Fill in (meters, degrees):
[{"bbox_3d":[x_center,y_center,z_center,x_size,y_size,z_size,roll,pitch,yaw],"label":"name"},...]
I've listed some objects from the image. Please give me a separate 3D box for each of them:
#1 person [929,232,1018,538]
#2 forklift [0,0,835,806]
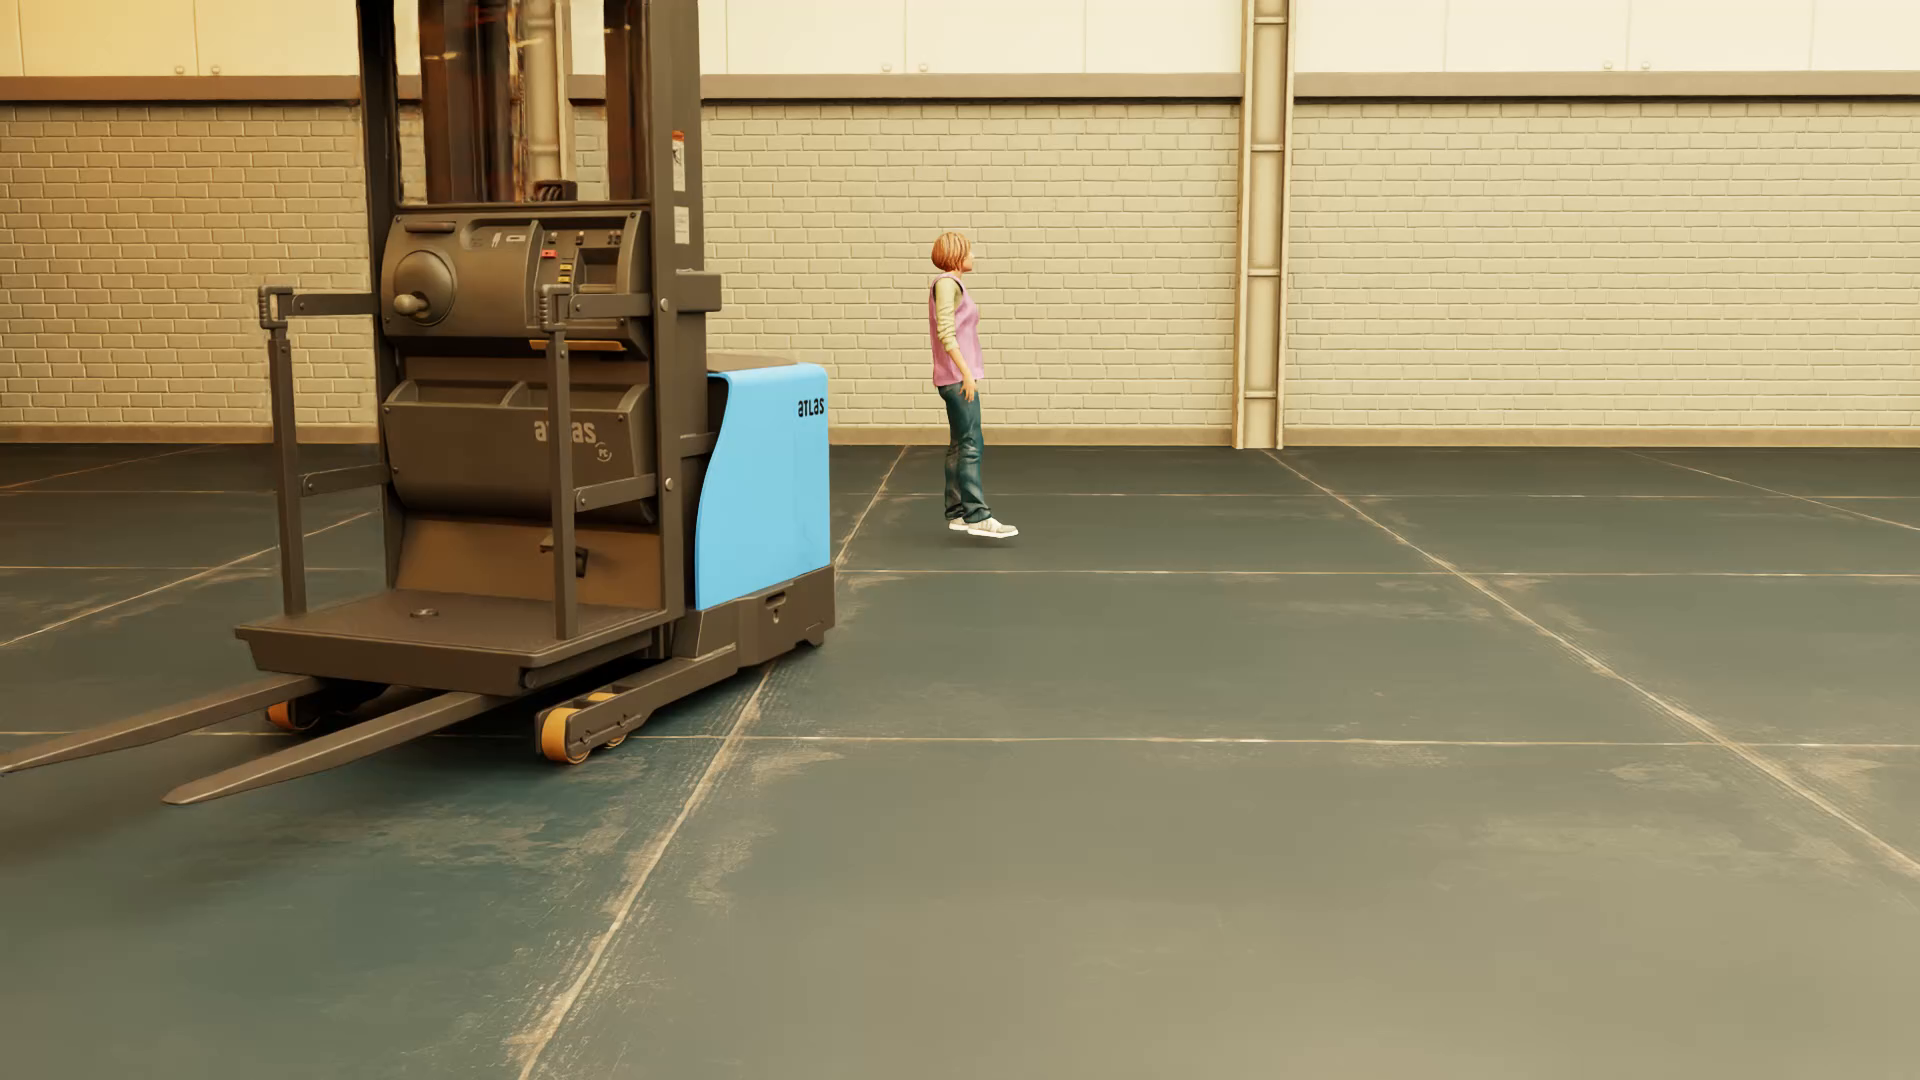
[{"bbox_3d":[0.073,-0.834,8.859,0.475,1.597,0.520,0,9,1],"label":"person"},{"bbox_3d":[-1.489,-0.875,5.018,1.130,2.935,3.031,3,9,21],"label":"forklift"}]
